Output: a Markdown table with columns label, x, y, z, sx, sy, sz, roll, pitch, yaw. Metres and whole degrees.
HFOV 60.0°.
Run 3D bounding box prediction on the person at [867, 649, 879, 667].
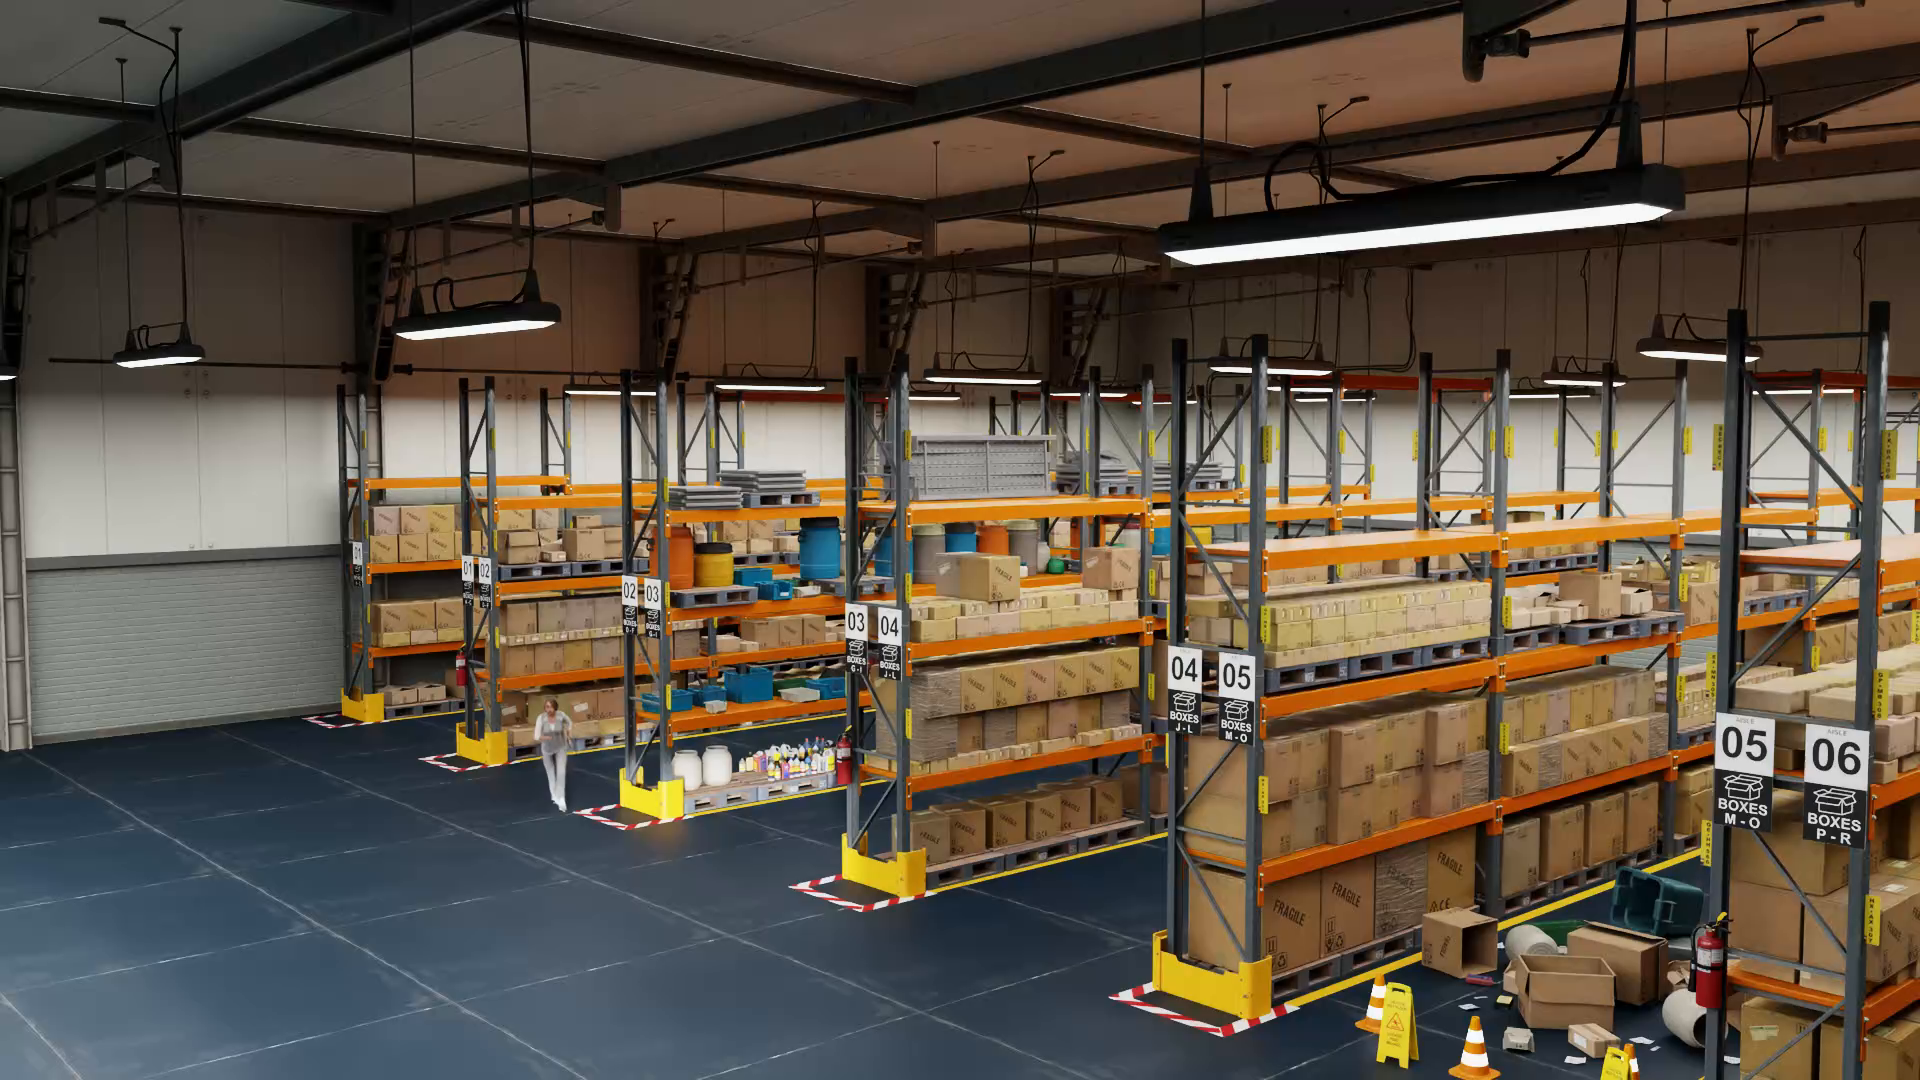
| label | x | y | z | sx | sy | sz | roll | pitch | yaw |
| --- | --- | --- | --- | --- | --- | --- | --- | --- | --- |
| person | -1.778 | 2.147 | 33.519 | 0.677 | 1.679 | 0.636 | 3 | 5 | 36 |

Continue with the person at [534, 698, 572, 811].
| label | x | y | z | sx | sy | sz | roll | pitch | yaw |
| --- | --- | --- | --- | --- | --- | --- | --- | --- | --- |
| person | -5.543 | 2.890 | 22.681 | 0.470 | 1.544 | 0.893 | -1 | 4 | -8 |
